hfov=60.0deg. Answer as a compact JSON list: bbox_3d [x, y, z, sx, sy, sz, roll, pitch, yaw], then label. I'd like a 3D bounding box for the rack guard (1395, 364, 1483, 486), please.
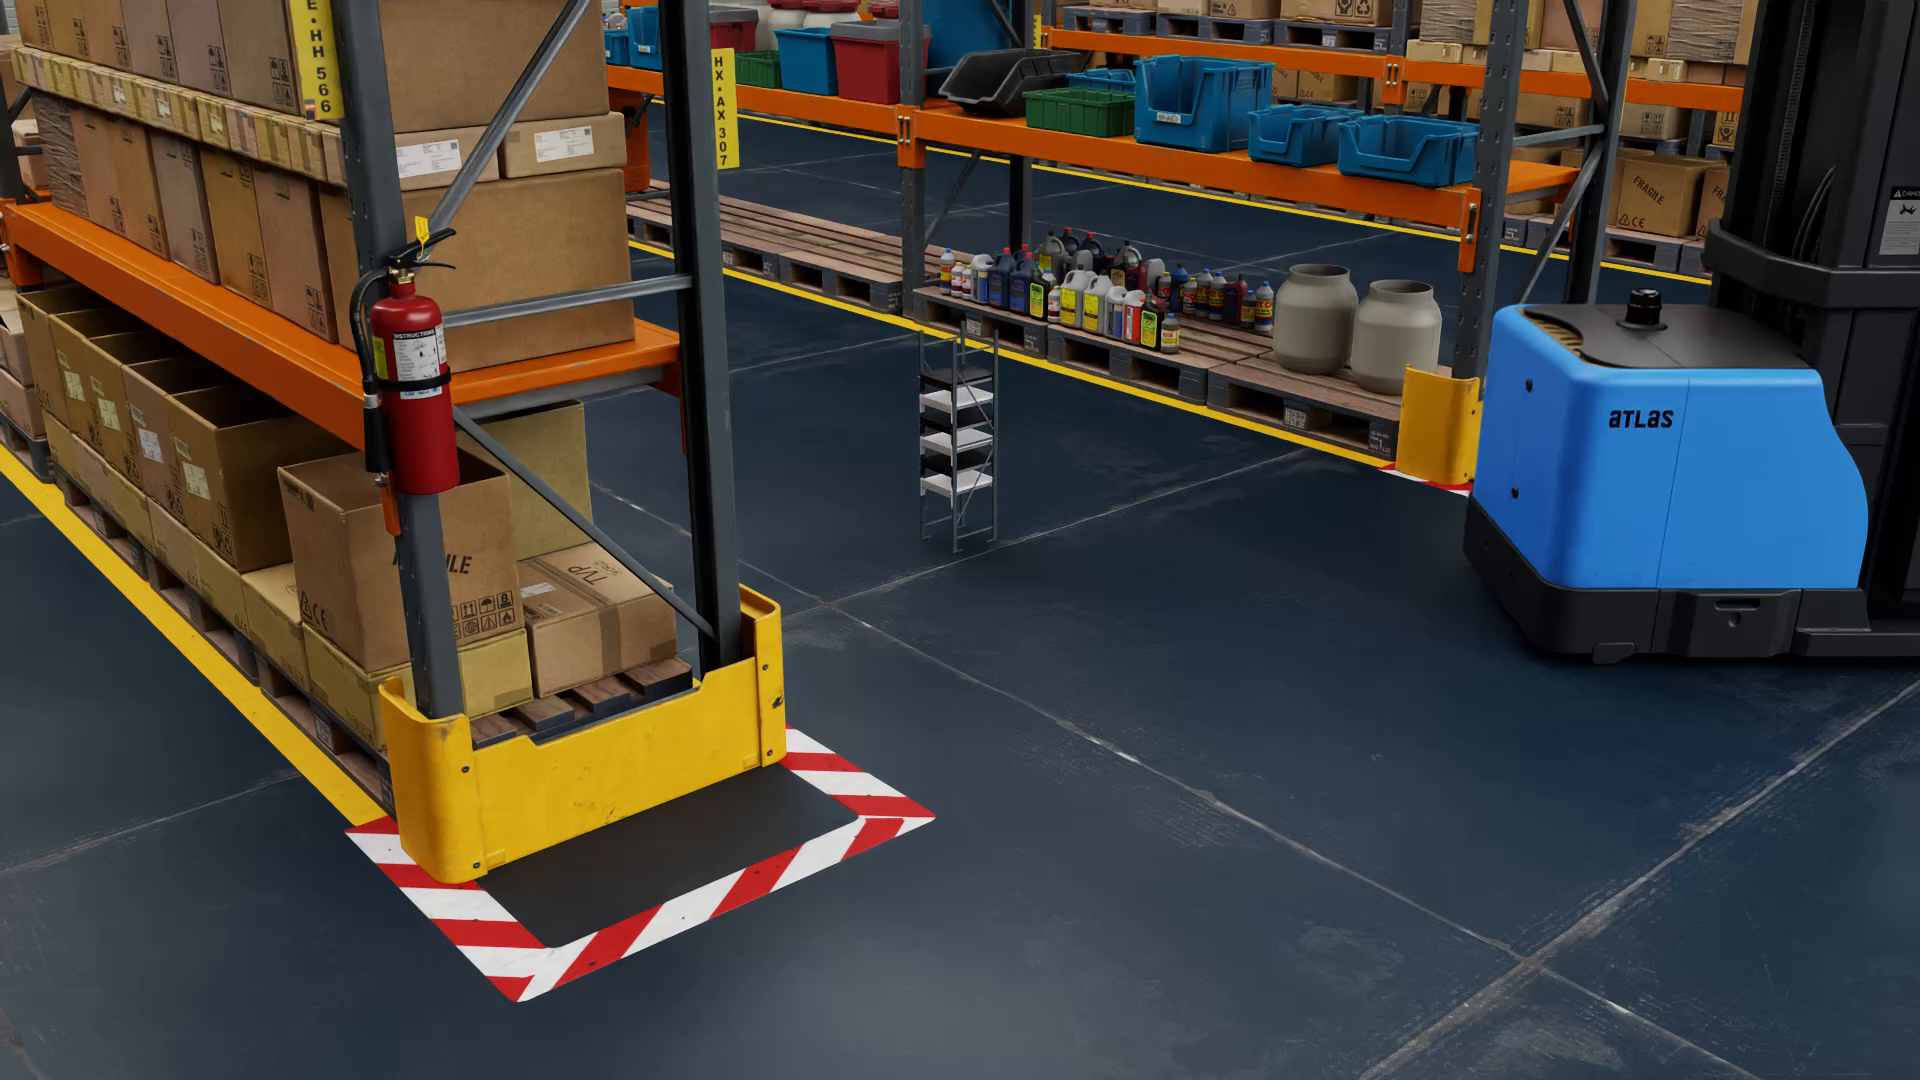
[{"bbox_3d":[2.578,-0.658,7.978,1.175,0.500,0.348,-17,27,-37],"label":"rack guard"}]

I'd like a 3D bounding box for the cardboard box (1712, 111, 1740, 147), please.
[{"bbox_3d":[7.985,-4.265,16.097,0.875,0.875,0.875,-17,27,-37],"label":"cardboard box"}]

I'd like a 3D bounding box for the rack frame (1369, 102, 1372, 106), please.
[{"bbox_3d":[5.014,-6.353,19.092,0.949,2.616,0.053,-17,27,-37],"label":"rack frame"}]

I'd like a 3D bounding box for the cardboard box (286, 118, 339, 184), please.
[{"bbox_3d":[-1.658,-1.115,4.690,0.380,0.149,0.250,-17,27,-36],"label":"cardboard box"}]

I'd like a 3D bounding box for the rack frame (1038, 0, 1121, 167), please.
[{"bbox_3d":[1.193,-5.201,16.151,1.000,3.000,0.127,-17,27,-37],"label":"rack frame"}]

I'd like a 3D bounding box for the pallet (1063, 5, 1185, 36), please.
[{"bbox_3d":[1.739,-4.940,15.748,1.213,0.211,1.003,-17,27,-37],"label":"pallet"}]

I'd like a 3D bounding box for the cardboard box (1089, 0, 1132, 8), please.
[{"bbox_3d":[1.576,-5.304,15.699,0.500,0.500,0.500,18,28,39],"label":"cardboard box"}]

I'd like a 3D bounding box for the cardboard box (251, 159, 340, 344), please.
[{"bbox_3d":[-1.733,-0.956,5.175,0.700,0.500,0.500,-17,27,-36],"label":"cardboard box"}]

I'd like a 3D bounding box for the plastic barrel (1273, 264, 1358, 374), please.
[{"bbox_3d":[1.848,-1.151,8.645,0.421,0.512,0.421,0,21,0],"label":"plastic barrel"}]

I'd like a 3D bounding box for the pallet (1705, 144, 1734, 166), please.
[{"bbox_3d":[8.065,-3.722,16.197,1.003,0.211,1.213,-17,27,-37],"label":"pallet"}]

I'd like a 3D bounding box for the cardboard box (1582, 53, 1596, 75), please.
[{"bbox_3d":[4.706,-3.437,11.990,0.380,0.149,0.250,-17,27,-37],"label":"cardboard box"}]

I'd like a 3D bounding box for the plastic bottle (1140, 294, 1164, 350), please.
[{"bbox_3d":[1.042,-1.183,9.013,0.061,0.283,0.133,-17,27,-36],"label":"plastic bottle"}]

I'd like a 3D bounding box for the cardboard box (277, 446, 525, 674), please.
[{"bbox_3d":[-1.667,0.025,4.975,0.500,0.500,0.500,-17,27,-37],"label":"cardboard box"}]

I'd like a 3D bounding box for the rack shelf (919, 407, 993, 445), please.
[{"bbox_3d":[-0.005,-0.474,6.805,0.258,0.077,0.200,-17,27,-37],"label":"rack shelf"}]

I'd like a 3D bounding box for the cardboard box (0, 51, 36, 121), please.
[{"bbox_3d":[-4.536,-2.147,8.216,0.500,0.500,0.500,-15,26,-34],"label":"cardboard box"}]

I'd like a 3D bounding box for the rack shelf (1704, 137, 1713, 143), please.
[{"bbox_3d":[8.769,-7.552,22.153,10.930,2.616,8.131,-17,27,-37],"label":"rack shelf"}]

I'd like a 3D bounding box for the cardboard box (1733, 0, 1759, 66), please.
[{"bbox_3d":[5.660,-3.444,11.119,0.875,0.500,0.500,-17,27,-37],"label":"cardboard box"}]

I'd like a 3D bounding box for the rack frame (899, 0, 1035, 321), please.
[{"bbox_3d":[0.052,-2.917,10.319,1.000,3.000,0.127,-17,27,-37],"label":"rack frame"}]

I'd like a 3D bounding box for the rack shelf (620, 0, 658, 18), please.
[{"bbox_3d":[-2.723,-6.524,20.514,1.077,0.370,4.000,-17,27,-37],"label":"rack shelf"}]

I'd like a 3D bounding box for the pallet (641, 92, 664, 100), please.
[{"bbox_3d":[-3.448,-5.911,21.786,1.003,0.211,1.213,-17,27,-37],"label":"pallet"}]

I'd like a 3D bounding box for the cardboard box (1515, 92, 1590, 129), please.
[{"bbox_3d":[6.528,-4.814,17.672,1.050,0.750,0.750,-17,27,-37],"label":"cardboard box"}]

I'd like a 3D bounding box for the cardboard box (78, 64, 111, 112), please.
[{"bbox_3d":[-3.007,-1.685,6.147,0.380,0.149,0.250,-19,28,-39],"label":"cardboard box"}]

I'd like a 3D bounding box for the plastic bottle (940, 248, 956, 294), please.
[{"bbox_3d":[-0.072,-1.659,10.245,0.097,0.271,0.097,0,21,0],"label":"plastic bottle"}]

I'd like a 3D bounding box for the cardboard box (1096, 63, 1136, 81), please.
[{"bbox_3d":[1.653,-4.413,15.935,0.500,0.250,0.500,-16,27,-35],"label":"cardboard box"}]

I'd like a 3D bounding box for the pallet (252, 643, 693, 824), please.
[{"bbox_3d":[-1.623,0.463,5.511,1.003,0.211,1.213,-17,27,-37],"label":"pallet"}]

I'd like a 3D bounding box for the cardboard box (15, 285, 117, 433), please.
[{"bbox_3d":[-3.637,-0.801,7.081,0.500,0.500,0.500,-17,27,-37],"label":"cardboard box"}]

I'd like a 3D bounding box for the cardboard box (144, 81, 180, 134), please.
[{"bbox_3d":[-2.500,-1.471,5.599,0.380,0.149,0.250,-18,28,-38],"label":"cardboard box"}]

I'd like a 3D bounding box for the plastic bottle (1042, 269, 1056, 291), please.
[{"bbox_3d":[0.512,-1.446,9.700,0.097,0.271,0.097,0,21,0],"label":"plastic bottle"}]

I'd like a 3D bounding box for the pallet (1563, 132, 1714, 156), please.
[{"bbox_3d":[7.067,-4.146,17.279,1.003,0.211,1.213,-17,27,-37],"label":"pallet"}]

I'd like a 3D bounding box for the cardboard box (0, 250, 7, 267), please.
[{"bbox_3d":[-5.178,-1.379,8.818,0.500,0.311,0.500,-18,28,-38],"label":"cardboard box"}]

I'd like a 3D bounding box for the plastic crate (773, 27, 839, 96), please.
[{"bbox_3d":[-0.904,-3.140,10.911,0.392,0.384,0.575,-17,27,-37],"label":"plastic crate"}]

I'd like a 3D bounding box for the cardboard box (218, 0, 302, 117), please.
[{"bbox_3d":[-1.769,-1.575,4.976,0.700,0.500,0.500,-18,28,-39],"label":"cardboard box"}]

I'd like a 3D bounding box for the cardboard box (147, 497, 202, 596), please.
[{"bbox_3d":[-2.654,-0.038,6.163,0.500,0.250,0.500,-17,27,-37],"label":"cardboard box"}]

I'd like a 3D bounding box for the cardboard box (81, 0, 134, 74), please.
[{"bbox_3d":[-2.751,-1.991,6.037,0.700,0.500,0.500,-17,27,-37],"label":"cardboard box"}]

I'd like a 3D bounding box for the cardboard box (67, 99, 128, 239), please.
[{"bbox_3d":[-3.059,-1.520,6.615,0.700,0.500,0.500,-18,28,-38],"label":"cardboard box"}]

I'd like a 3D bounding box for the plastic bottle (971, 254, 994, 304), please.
[{"bbox_3d":[0.160,-1.578,10.032,0.152,0.276,0.135,-16,27,-36],"label":"plastic bottle"}]

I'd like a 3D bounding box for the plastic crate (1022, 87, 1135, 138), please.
[{"bbox_3d":[0.724,-2.376,9.228,0.450,0.188,0.662,-17,27,-37],"label":"plastic crate"}]

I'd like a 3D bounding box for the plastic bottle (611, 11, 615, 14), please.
[{"bbox_3d":[-2.951,-4.340,14.112,0.061,0.283,0.133,-17,27,-37],"label":"plastic bottle"}]

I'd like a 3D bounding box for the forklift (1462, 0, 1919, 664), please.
[{"bbox_3d":[3.529,-1.096,5.763,3.031,2.935,1.130,0,21,0],"label":"forklift"}]

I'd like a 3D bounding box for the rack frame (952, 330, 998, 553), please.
[{"bbox_3d":[0.061,-0.393,6.754,0.240,0.900,0.006,-17,27,-37],"label":"rack frame"}]

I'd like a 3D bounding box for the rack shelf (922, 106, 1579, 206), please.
[{"bbox_3d":[1.358,-2.120,9.003,0.919,0.124,3.809,-17,27,-37],"label":"rack shelf"}]

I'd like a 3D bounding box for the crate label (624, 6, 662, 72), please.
[{"bbox_3d":[-2.115,-3.700,12.268,0.502,0.435,0.616,-17,27,-37],"label":"crate label"}]

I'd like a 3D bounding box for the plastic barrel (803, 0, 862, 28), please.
[{"bbox_3d":[-0.885,-3.499,11.619,0.433,0.535,0.433,0,21,0],"label":"plastic barrel"}]

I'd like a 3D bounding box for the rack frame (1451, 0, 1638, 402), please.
[{"bbox_3d":[2.663,-1.812,7.497,1.000,3.000,0.127,-17,27,-37],"label":"rack frame"}]

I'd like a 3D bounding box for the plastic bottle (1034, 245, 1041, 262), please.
[{"bbox_3d":[0.525,-1.793,10.682,0.097,0.201,0.097,0,21,0],"label":"plastic bottle"}]

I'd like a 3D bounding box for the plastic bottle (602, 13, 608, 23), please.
[{"bbox_3d":[-3.000,-4.311,14.053,0.097,0.271,0.097,0,21,0],"label":"plastic bottle"}]

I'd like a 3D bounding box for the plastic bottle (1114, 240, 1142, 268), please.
[{"bbox_3d":[1.027,-1.637,10.079,0.144,0.351,0.185,-18,27,-38],"label":"plastic bottle"}]

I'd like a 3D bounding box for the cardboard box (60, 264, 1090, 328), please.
[{"bbox_3d":[-2.007,-1.374,9.133,4.512,0.551,3.341,-19,28,-39],"label":"cardboard box"}]

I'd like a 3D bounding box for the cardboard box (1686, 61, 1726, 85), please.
[{"bbox_3d":[5.244,-3.245,11.500,0.380,0.149,0.250,-17,27,-37],"label":"cardboard box"}]

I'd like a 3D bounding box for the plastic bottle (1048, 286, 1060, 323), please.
[{"bbox_3d":[0.555,-1.361,9.580,0.097,0.201,0.097,0,21,0],"label":"plastic bottle"}]

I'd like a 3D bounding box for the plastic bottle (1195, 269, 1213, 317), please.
[{"bbox_3d":[1.427,-1.444,9.695,0.097,0.271,0.097,0,21,0],"label":"plastic bottle"}]

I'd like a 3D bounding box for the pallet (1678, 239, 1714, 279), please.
[{"bbox_3d":[5.862,-1.946,11.664,1.003,0.211,1.213,-17,27,-37],"label":"pallet"}]

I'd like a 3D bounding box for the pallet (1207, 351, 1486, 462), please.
[{"bbox_3d":[2.052,-0.749,8.607,1.003,0.211,1.213,-17,27,-37],"label":"pallet"}]
